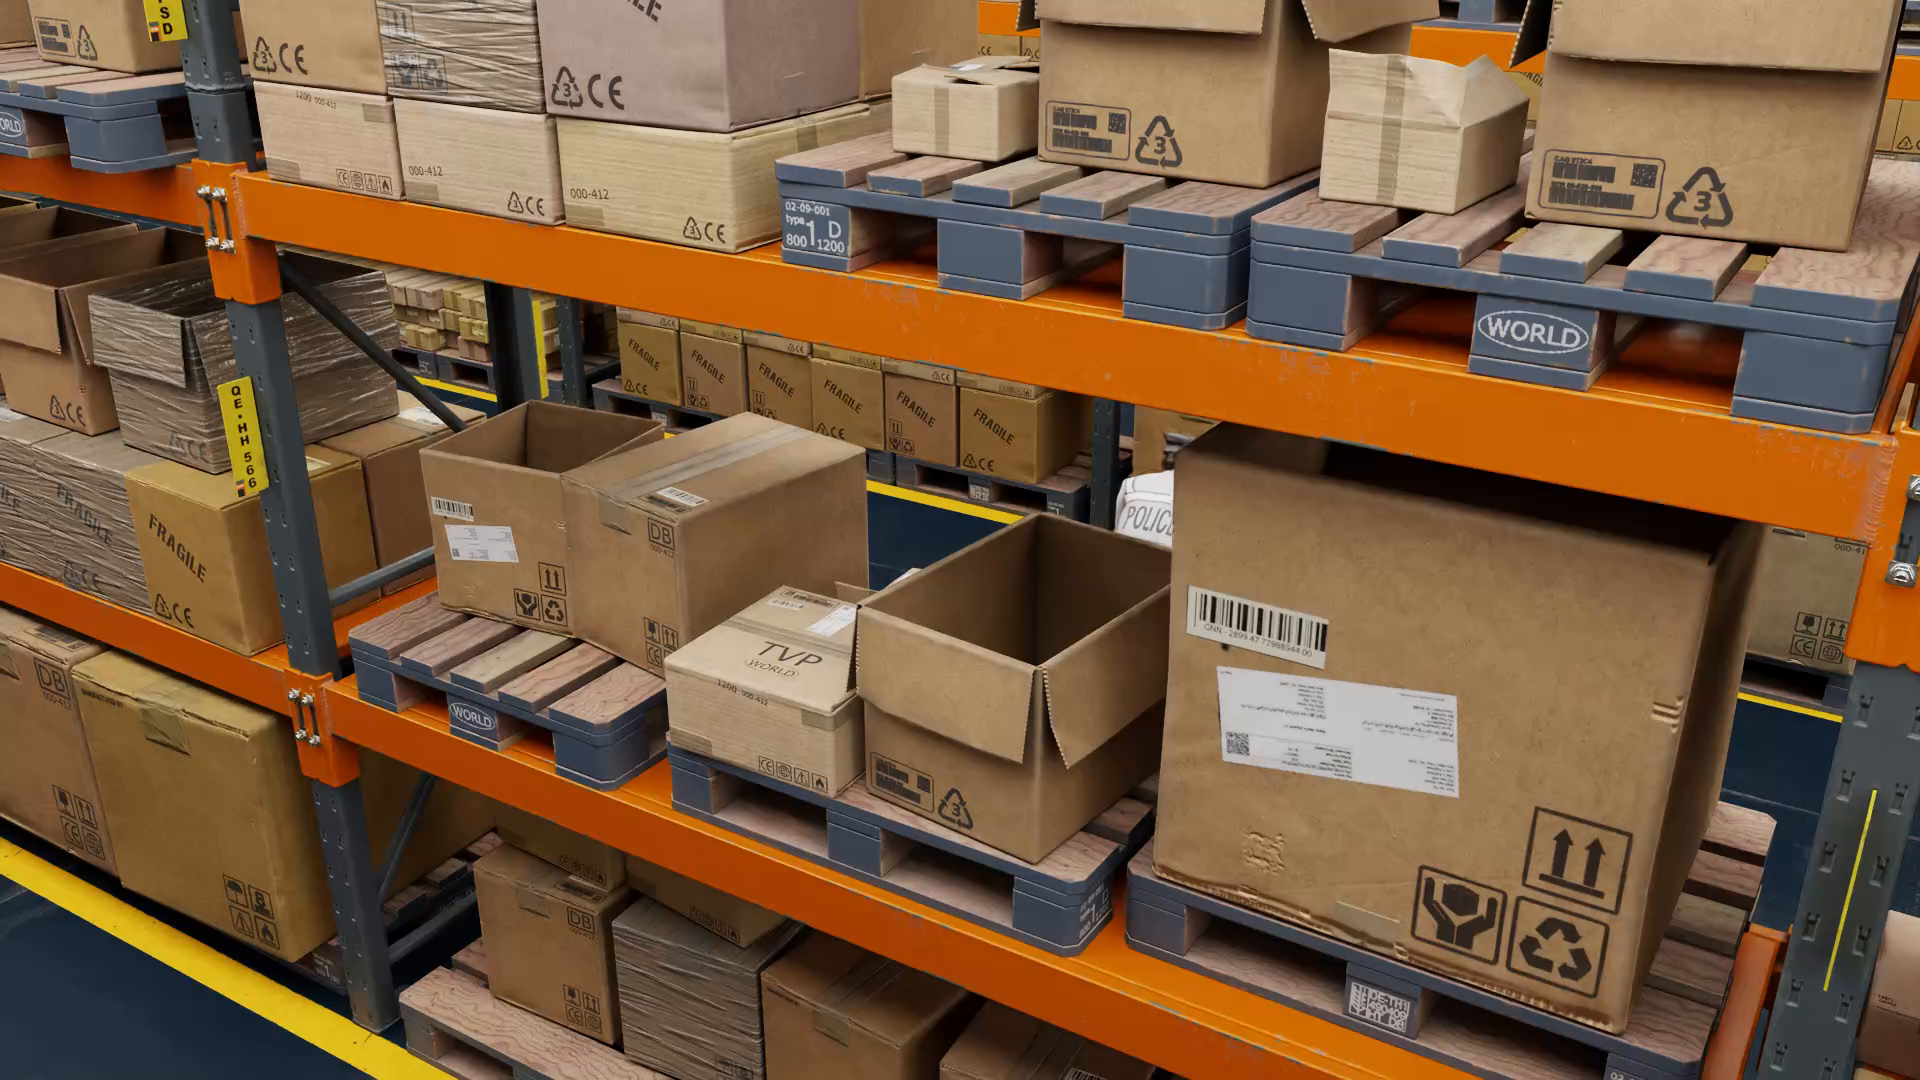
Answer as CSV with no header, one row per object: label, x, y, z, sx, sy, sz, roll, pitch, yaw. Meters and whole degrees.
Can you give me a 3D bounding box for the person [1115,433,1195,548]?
person,0.871,0.149,7.369,0.522,1.180,0.796,14,27,29
